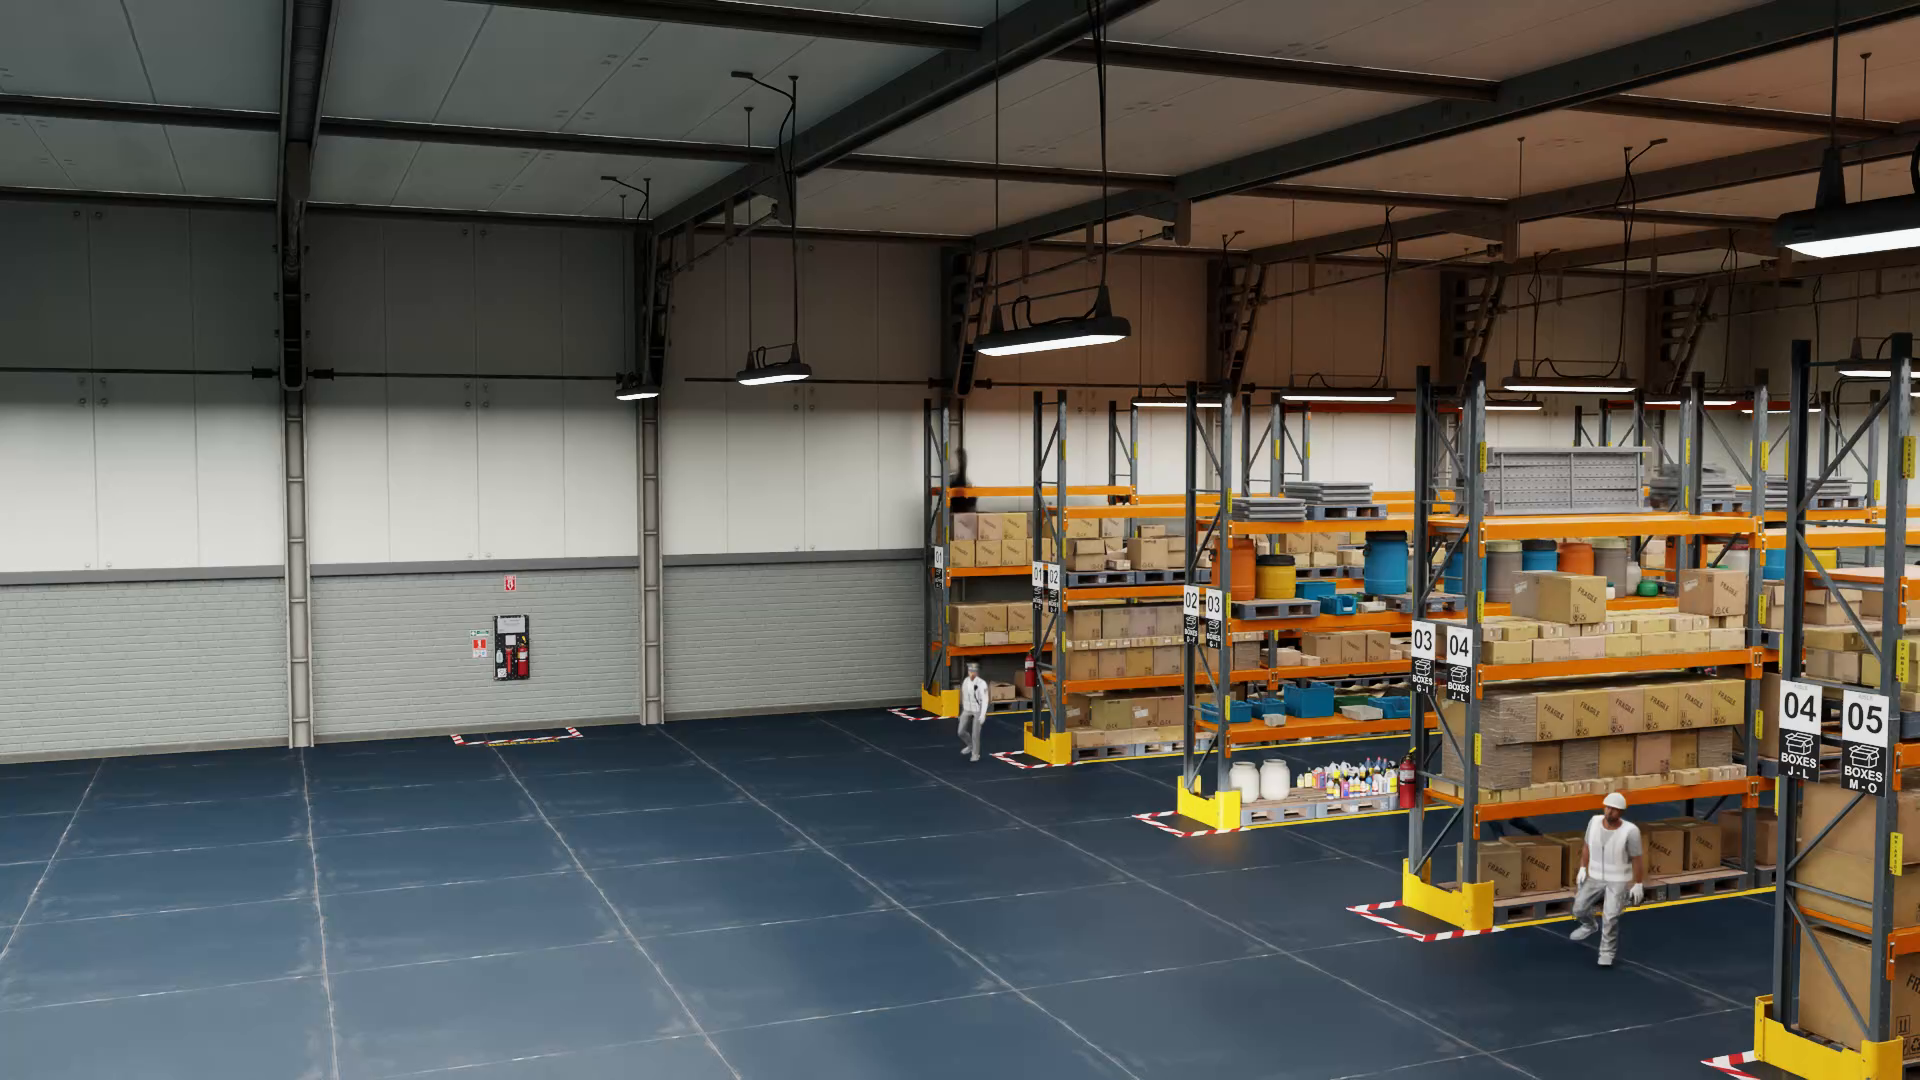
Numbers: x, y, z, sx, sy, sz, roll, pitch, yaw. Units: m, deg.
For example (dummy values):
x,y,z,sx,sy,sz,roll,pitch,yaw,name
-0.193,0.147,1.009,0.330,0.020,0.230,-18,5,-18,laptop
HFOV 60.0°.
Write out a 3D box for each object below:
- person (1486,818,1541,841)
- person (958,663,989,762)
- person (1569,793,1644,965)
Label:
x,y,z,sx,sy,sz,roll,pitch,yaw,name
6.920,3.236,20.823,0.933,1.487,0.529,-1,4,-17,person
0.227,2.782,26.889,0.632,1.650,0.536,2,4,29,person
6.415,3.321,16.532,0.599,1.723,0.836,-3,5,-44,person
